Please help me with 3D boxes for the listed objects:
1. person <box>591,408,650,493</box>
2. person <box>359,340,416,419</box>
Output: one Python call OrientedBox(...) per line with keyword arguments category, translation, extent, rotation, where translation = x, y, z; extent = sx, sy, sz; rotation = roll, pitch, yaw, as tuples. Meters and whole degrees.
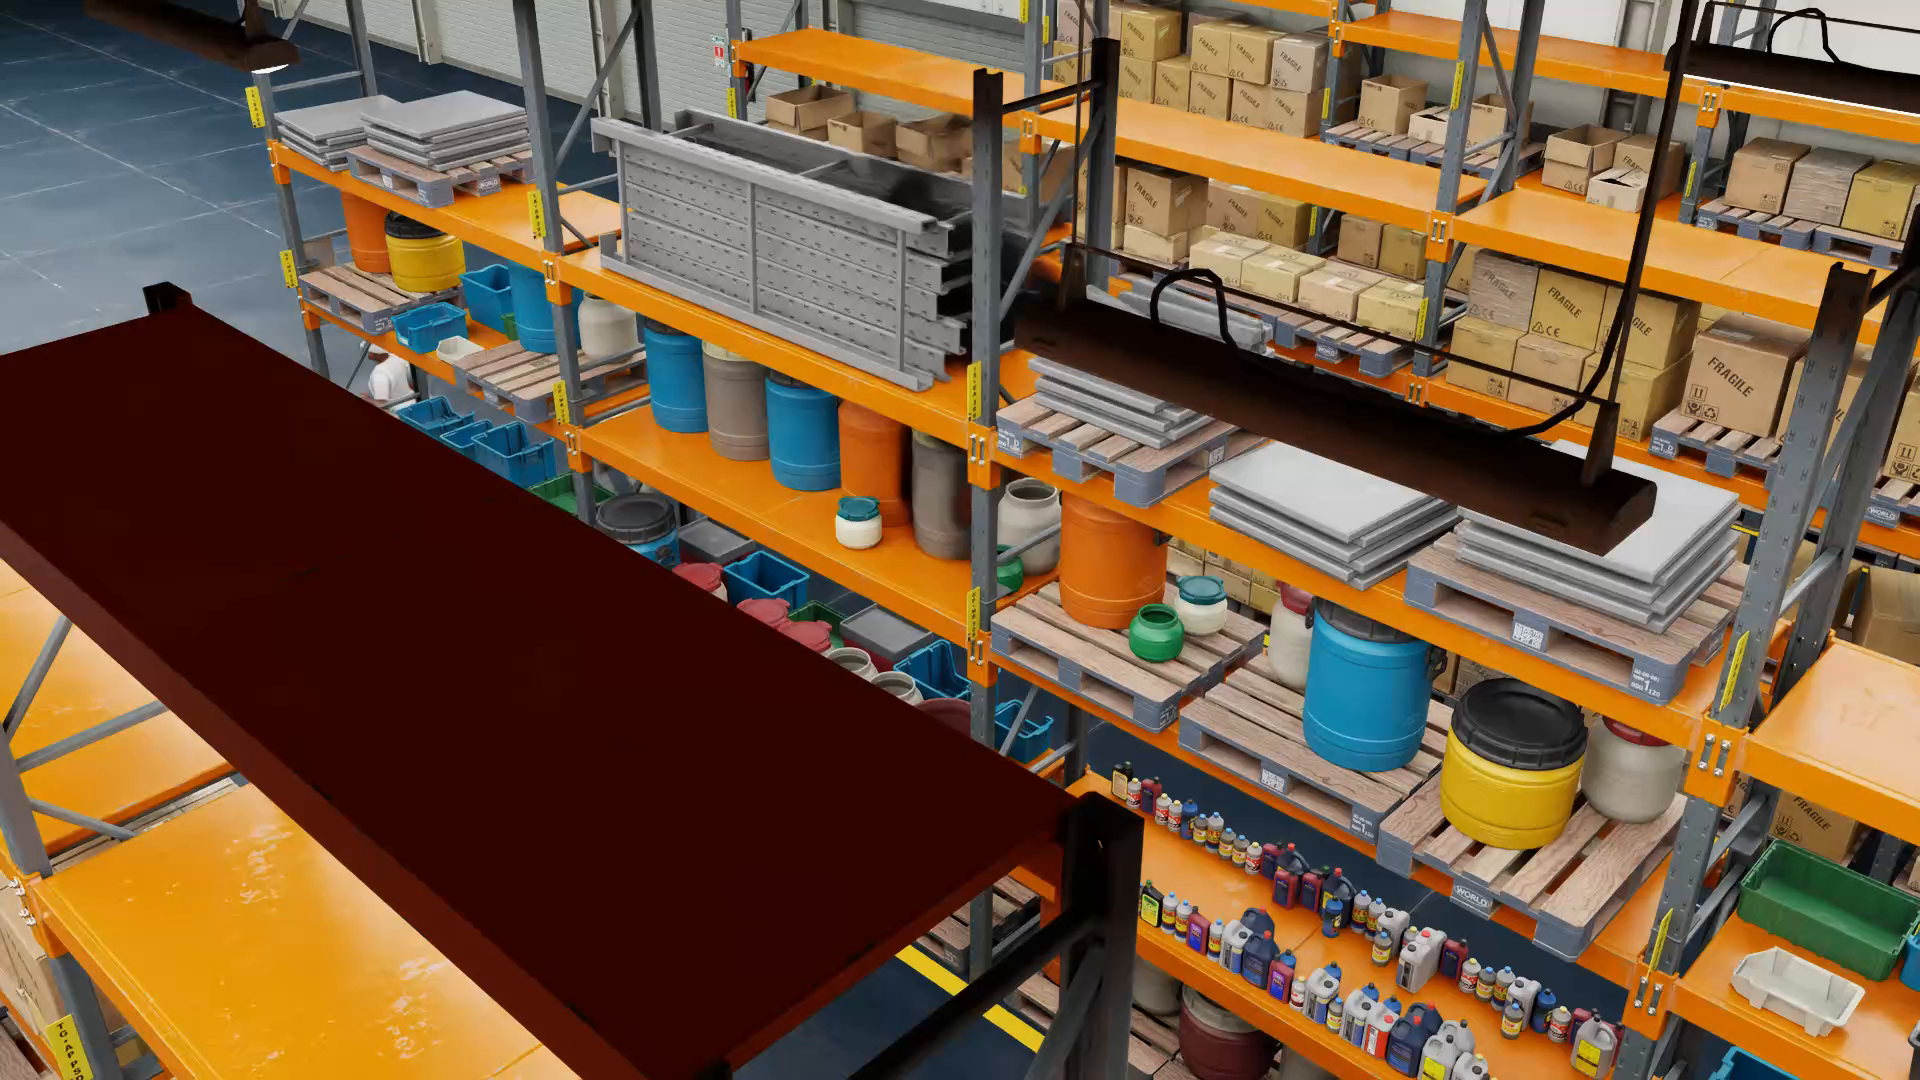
OrientedBox(category="person", translation=(-3.297, -0.914, 16.150), extent=(0.767, 1.754, 0.568), rotation=(22, 36, 34))
OrientedBox(category="person", translation=(-5.696, -1.311, 16.842), extent=(0.667, 1.732, 0.760), rotation=(2, 29, 4))
